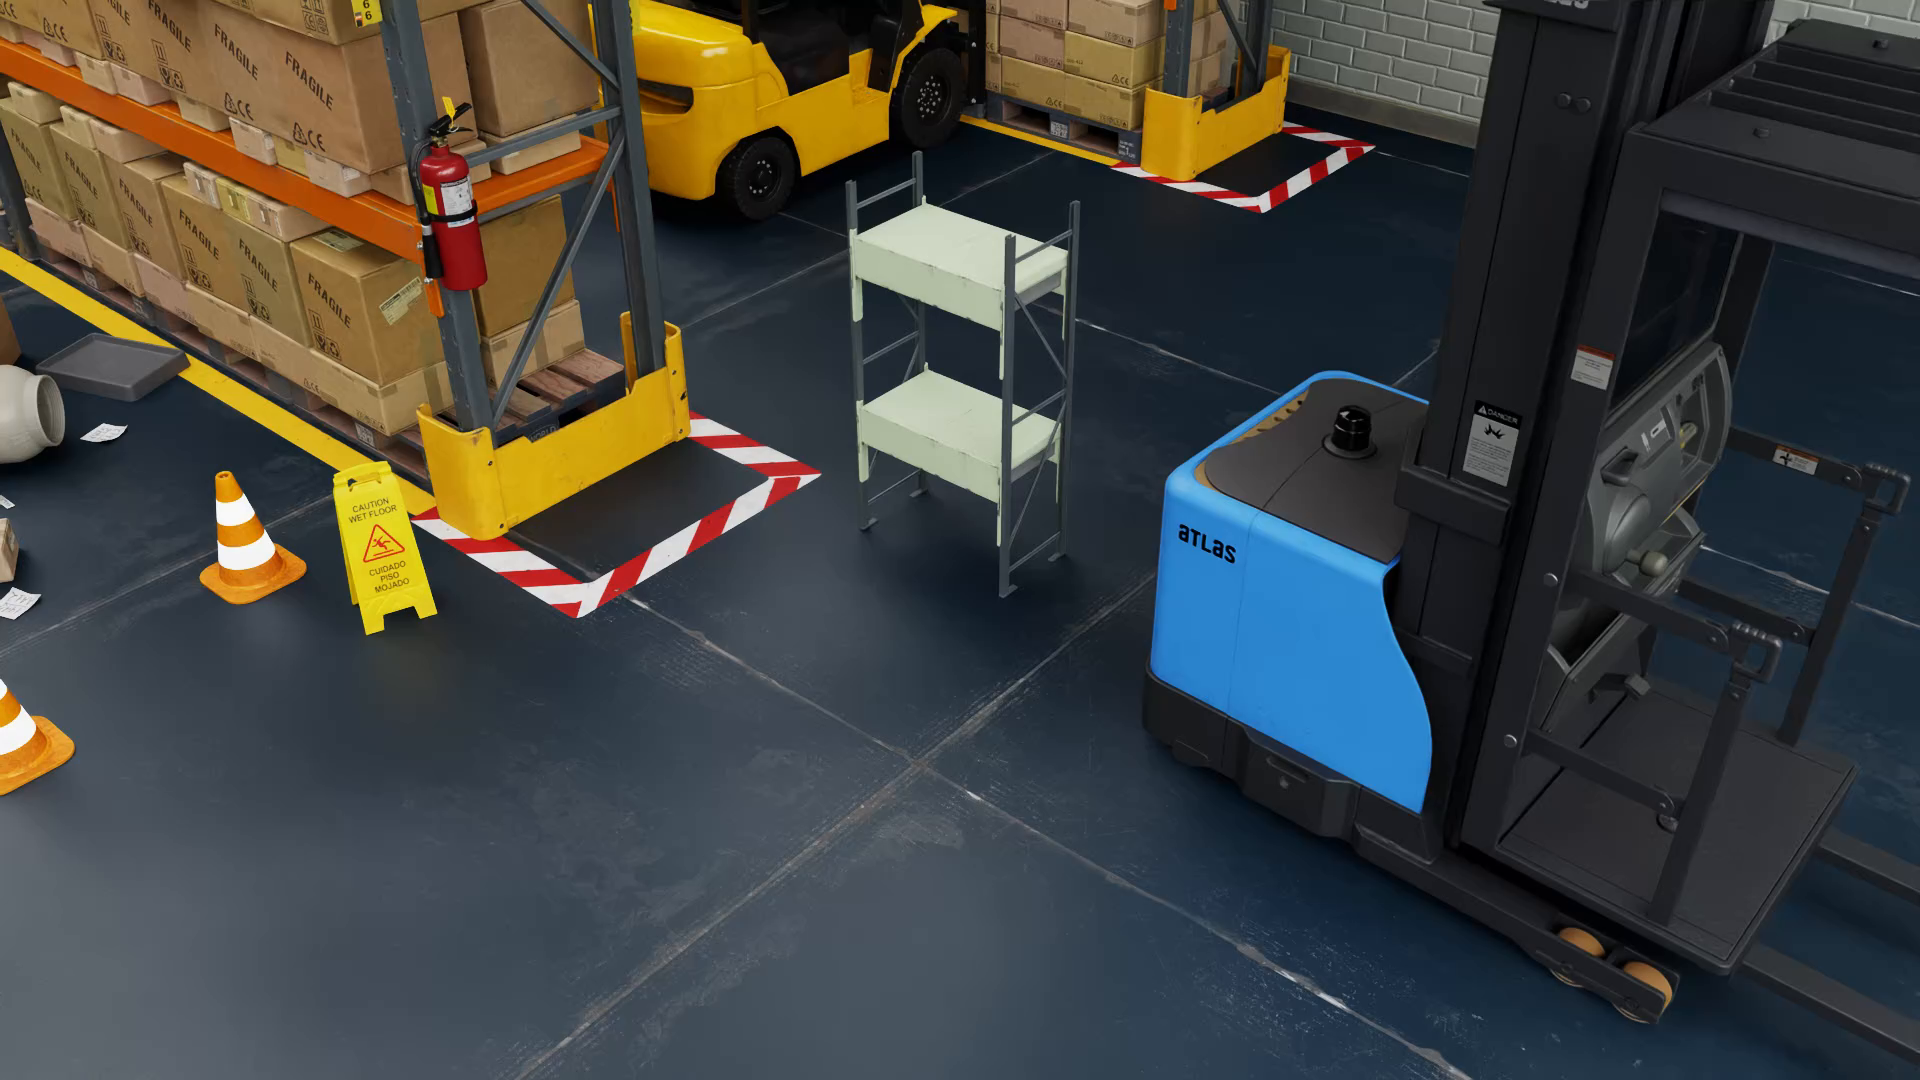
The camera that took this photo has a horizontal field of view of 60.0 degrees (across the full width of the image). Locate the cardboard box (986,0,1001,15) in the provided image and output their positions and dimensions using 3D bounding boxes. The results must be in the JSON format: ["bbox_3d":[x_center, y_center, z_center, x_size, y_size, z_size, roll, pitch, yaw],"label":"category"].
[{"bbox_3d":[0.202,-3.512,10.389,0.500,0.250,0.500,26,42,32],"label":"cardboard box"}]

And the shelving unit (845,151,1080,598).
[{"bbox_3d":[0.005,-0.616,6.322,0.755,1.500,0.431,25,42,32],"label":"shelving unit"}]

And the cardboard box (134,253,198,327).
[{"bbox_3d":[-3.593,-1.285,8.030,0.500,0.250,0.500,25,41,31],"label":"cardboard box"}]

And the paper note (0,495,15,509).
[{"bbox_3d":[-4.008,-0.160,6.974,0.123,0.001,0.032,25,42,32],"label":"paper note"}]

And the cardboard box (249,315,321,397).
[{"bbox_3d":[-2.813,-0.914,7.489,0.500,0.250,0.500,25,42,32],"label":"cardboard box"}]

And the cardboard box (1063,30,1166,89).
[{"bbox_3d":[0.972,-2.954,10.018,0.500,0.250,0.500,25,41,31],"label":"cardboard box"}]

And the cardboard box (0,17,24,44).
[{"bbox_3d":[-4.437,-2.530,8.006,0.250,0.149,0.380,27,43,33],"label":"cardboard box"}]

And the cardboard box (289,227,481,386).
[{"bbox_3d":[-2.409,-1.033,7.000,0.500,0.500,0.500,26,42,32],"label":"cardboard box"}]

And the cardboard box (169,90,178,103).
[{"bbox_3d":[-3.213,-2.008,7.247,0.250,0.149,0.380,25,42,32],"label":"cardboard box"}]

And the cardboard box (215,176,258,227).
[{"bbox_3d":[-2.926,-1.496,7.102,0.250,0.149,0.380,26,42,33],"label":"cardboard box"}]

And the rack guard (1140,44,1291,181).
[{"bbox_3d":[1.565,-2.629,10.137,0.348,0.500,1.175,25,42,32],"label":"rack guard"}]

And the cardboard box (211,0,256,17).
[{"bbox_3d":[-2.543,-2.360,6.302,0.500,0.500,0.700,26,42,32],"label":"cardboard box"}]

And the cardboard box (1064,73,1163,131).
[{"bbox_3d":[0.983,-2.741,10.149,0.500,0.250,0.500,26,42,32],"label":"cardboard box"}]

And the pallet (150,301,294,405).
[{"bbox_3d":[-3.220,-1.137,8.219,1.213,0.211,1.003,25,42,32],"label":"pallet"}]

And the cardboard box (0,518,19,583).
[{"bbox_3d":[-3.926,0.072,6.514,0.380,0.149,0.250,-12,36,-17],"label":"cardboard box"}]

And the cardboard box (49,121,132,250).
[{"bbox_3d":[-4.001,-1.785,8.095,0.500,0.500,0.500,27,43,34],"label":"cardboard box"}]

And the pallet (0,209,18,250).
[{"bbox_3d":[-5.300,-2.088,9.604,1.213,0.211,1.003,25,42,32],"label":"pallet"}]

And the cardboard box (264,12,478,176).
[{"bbox_3d":[-2.220,-1.748,6.294,0.500,0.500,0.500,24,41,31],"label":"cardboard box"}]

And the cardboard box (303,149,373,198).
[{"bbox_3d":[-2.317,-1.490,6.491,0.250,0.149,0.380,25,42,31],"label":"cardboard box"}]

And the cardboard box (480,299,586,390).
[{"bbox_3d":[-2.070,-0.960,7.555,0.500,0.250,0.500,25,42,31],"label":"cardboard box"}]

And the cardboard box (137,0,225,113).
[{"bbox_3d":[-2.984,-2.114,6.828,0.500,0.500,0.500,25,42,32],"label":"cardboard box"}]

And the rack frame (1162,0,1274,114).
[{"bbox_3d":[1.546,-3.668,9.442,0.127,3.000,1.000,25,42,32],"label":"rack frame"}]

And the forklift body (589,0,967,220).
[{"bbox_3d":[-1.078,-3.212,9.526,1.214,2.155,2.313,25,42,32],"label":"forklift body"}]

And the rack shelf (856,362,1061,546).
[{"bbox_3d":[0.005,-0.347,6.506,0.720,0.370,0.431,25,42,32],"label":"rack shelf"}]

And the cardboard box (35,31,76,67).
[{"bbox_3d":[-4.045,-2.342,7.733,0.250,0.149,0.380,27,43,33],"label":"cardboard box"}]

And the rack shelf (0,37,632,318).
[{"bbox_3d":[-3.164,-1.935,7.554,4.000,0.370,1.077,25,42,32],"label":"rack shelf"}]

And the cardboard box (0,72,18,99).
[{"bbox_3d":[-5.660,-2.494,9.682,0.625,0.372,0.950,28,43,34],"label":"cardboard box"}]

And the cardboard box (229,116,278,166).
[{"bbox_3d":[-2.717,-1.672,6.757,0.250,0.149,0.380,26,42,33],"label":"cardboard box"}]

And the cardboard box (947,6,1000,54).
[{"bbox_3d":[0.183,-3.318,10.549,0.500,0.250,0.500,24,41,31],"label":"cardboard box"}]

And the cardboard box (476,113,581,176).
[{"bbox_3d":[-1.756,-1.617,6.677,0.250,0.149,0.380,25,42,32],"label":"cardboard box"}]

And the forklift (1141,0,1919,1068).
[{"bbox_3d":[2.059,-0.173,4.413,3.031,2.935,1.130,27,43,33],"label":"forklift"}]

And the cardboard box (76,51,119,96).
[{"bbox_3d":[-3.687,-2.132,7.426,0.250,0.149,0.380,25,42,32],"label":"cardboard box"}]

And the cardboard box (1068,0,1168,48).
[{"bbox_3d":[0.993,-3.151,9.864,0.500,0.250,0.500,27,43,33],"label":"cardboard box"}]

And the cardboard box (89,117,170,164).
[{"bbox_3d":[-3.758,-1.888,7.672,0.250,0.149,0.380,28,43,34],"label":"cardboard box"}]

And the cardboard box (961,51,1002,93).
[{"bbox_3d":[0.228,-3.110,10.687,0.500,0.250,0.500,26,42,32],"label":"cardboard box"}]

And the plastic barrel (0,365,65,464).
[{"bbox_3d":[-4.183,-0.535,7.155,0.512,0.421,0.421,-6,35,-8],"label":"plastic barrel"}]

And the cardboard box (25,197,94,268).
[{"bbox_3d":[-4.420,-1.665,8.582,0.500,0.250,0.500,23,41,30],"label":"cardboard box"}]

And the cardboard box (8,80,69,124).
[{"bbox_3d":[-4.363,-2.170,8.082,0.250,0.149,0.380,26,42,32],"label":"cardboard box"}]

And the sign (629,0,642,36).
[{"bbox_3d":[-1.280,-2.100,6.394,0.005,0.325,0.100,25,42,32],"label":"sign"}]

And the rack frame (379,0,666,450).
[{"bbox_3d":[-1.627,-1.507,6.295,0.127,3.000,1.000,25,42,32],"label":"rack frame"}]

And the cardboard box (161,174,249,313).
[{"bbox_3d":[-3.196,-1.406,7.544,0.500,0.500,0.500,24,41,31],"label":"cardboard box"}]

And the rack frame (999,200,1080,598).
[{"bbox_3d":[0.286,-0.483,6.129,0.023,1.500,0.400,25,42,32],"label":"rack frame"}]

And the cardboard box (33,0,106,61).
[{"bbox_3d":[-3.763,-2.480,7.361,0.500,0.500,0.500,25,42,31],"label":"cardboard box"}]

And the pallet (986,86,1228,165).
[{"bbox_3d":[0.932,-2.778,10.608,1.213,0.211,1.003,25,42,32],"label":"pallet"}]

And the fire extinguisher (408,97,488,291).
[{"bbox_3d":[-1.834,-1.234,5.965,0.183,0.674,0.296,25,42,32],"label":"fire extinguisher"}]

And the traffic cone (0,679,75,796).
[{"bbox_3d":[-3.232,0.550,5.540,0.334,0.463,0.336,25,42,32],"label":"traffic cone"}]

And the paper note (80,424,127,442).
[{"bbox_3d":[-3.821,-0.482,7.425,0.148,0.019,0.142,12,36,16],"label":"paper note"}]
